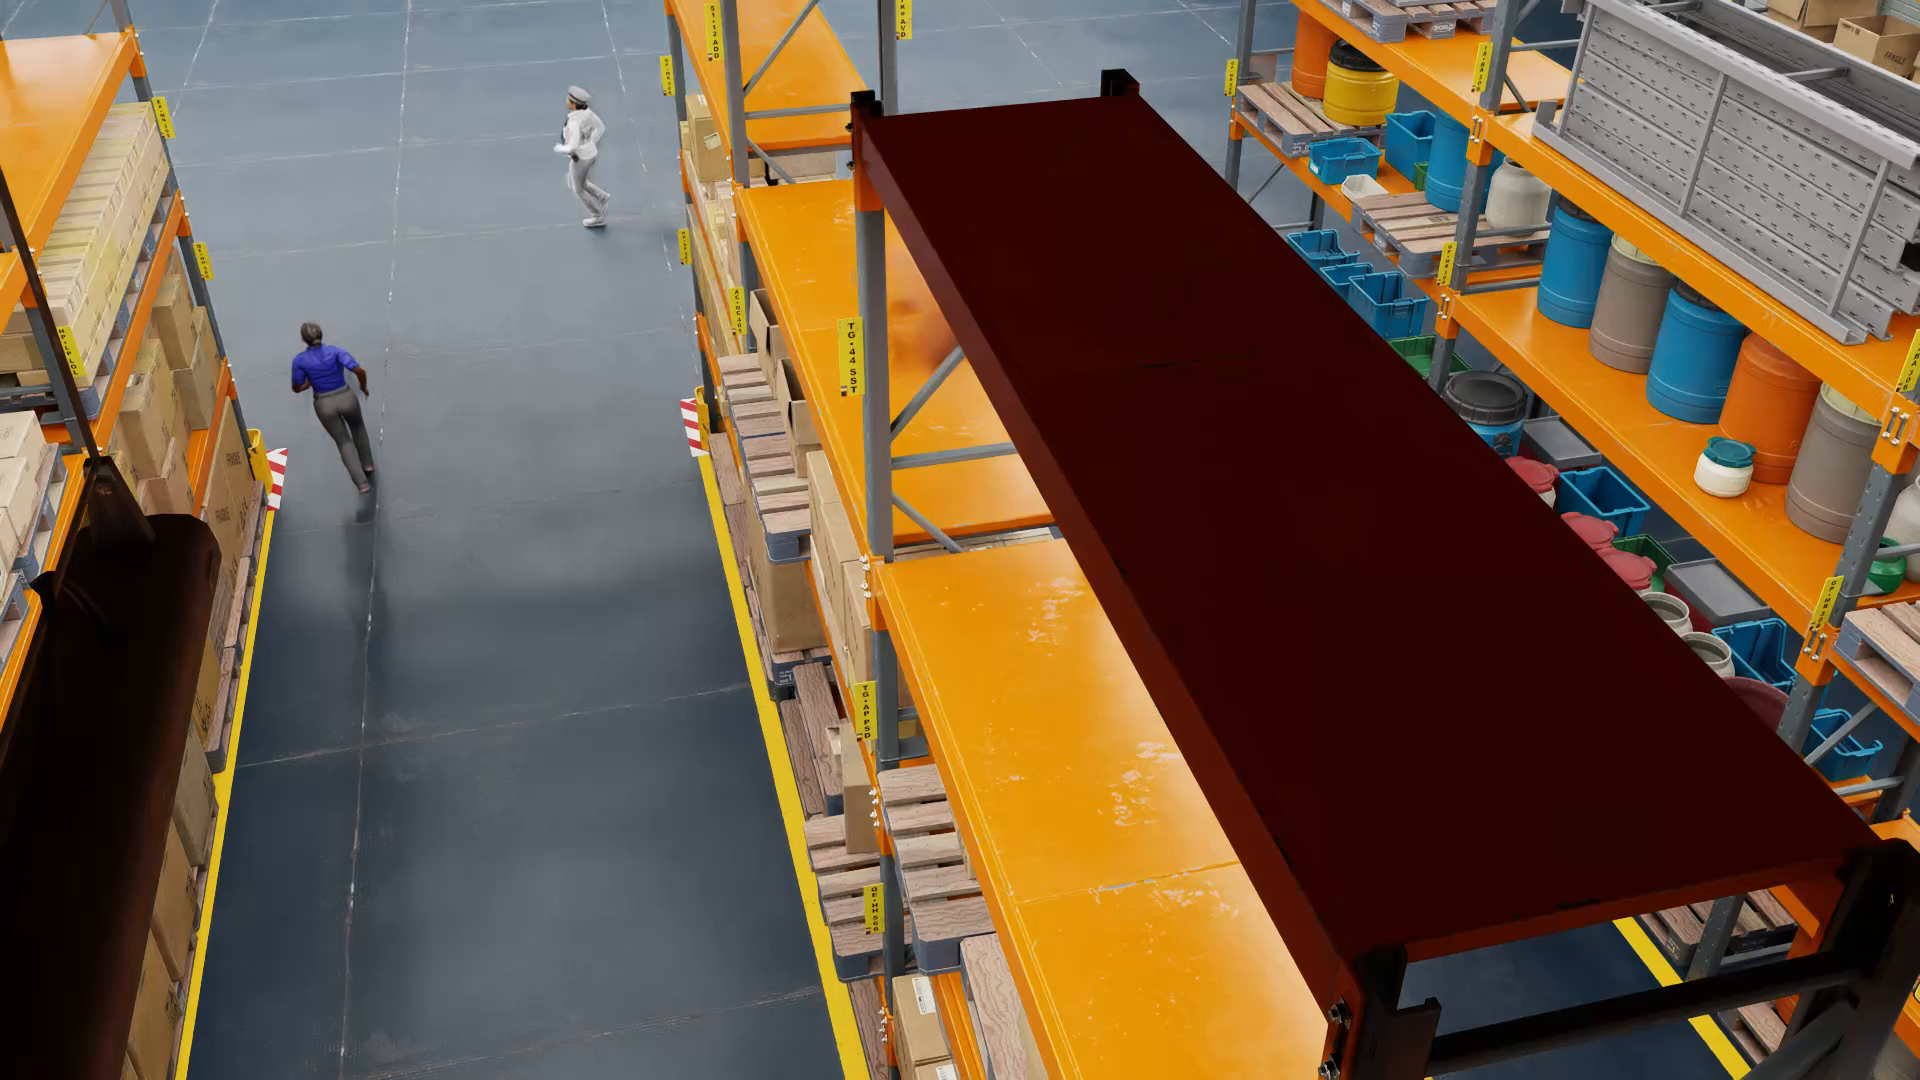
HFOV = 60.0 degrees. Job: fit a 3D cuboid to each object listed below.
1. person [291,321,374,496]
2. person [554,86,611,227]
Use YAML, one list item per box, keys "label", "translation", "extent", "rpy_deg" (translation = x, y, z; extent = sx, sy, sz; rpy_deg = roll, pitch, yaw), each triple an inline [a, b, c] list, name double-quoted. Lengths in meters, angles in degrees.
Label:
- label: "person"
  translation: [-5.361, -1.093, 14.291]
  extent: [0.601, 1.698, 0.825]
  rpy_deg: [-15, 37, -21]
- label: "person"
  translation: [-4.355, -4.387, 19.036]
  extent: [0.540, 1.656, 0.608]
  rpy_deg: [6, 35, 9]
